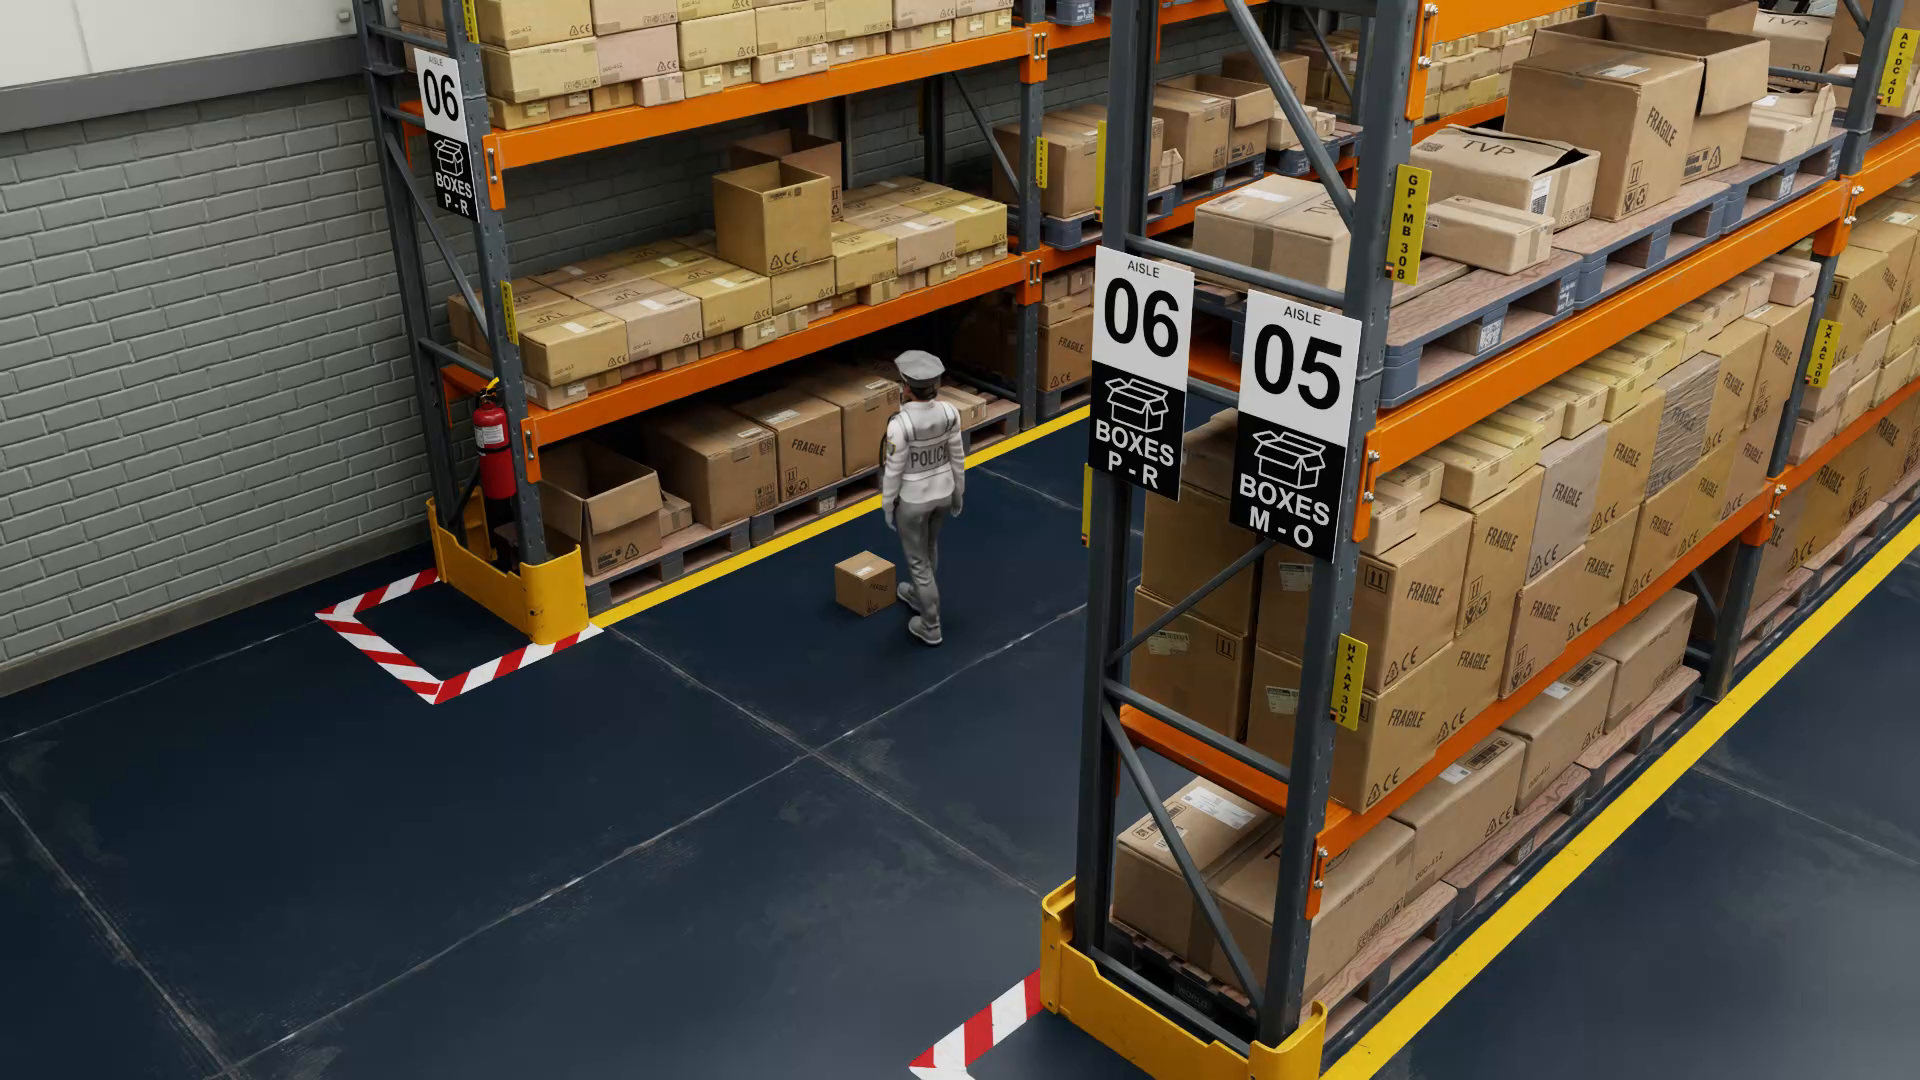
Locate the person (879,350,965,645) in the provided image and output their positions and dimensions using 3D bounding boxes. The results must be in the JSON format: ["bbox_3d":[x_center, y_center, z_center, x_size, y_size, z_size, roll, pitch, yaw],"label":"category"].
[{"bbox_3d":[-0.286,-0.268,9.094,0.481,1.668,0.612,-21,35,-34],"label":"person"}]
